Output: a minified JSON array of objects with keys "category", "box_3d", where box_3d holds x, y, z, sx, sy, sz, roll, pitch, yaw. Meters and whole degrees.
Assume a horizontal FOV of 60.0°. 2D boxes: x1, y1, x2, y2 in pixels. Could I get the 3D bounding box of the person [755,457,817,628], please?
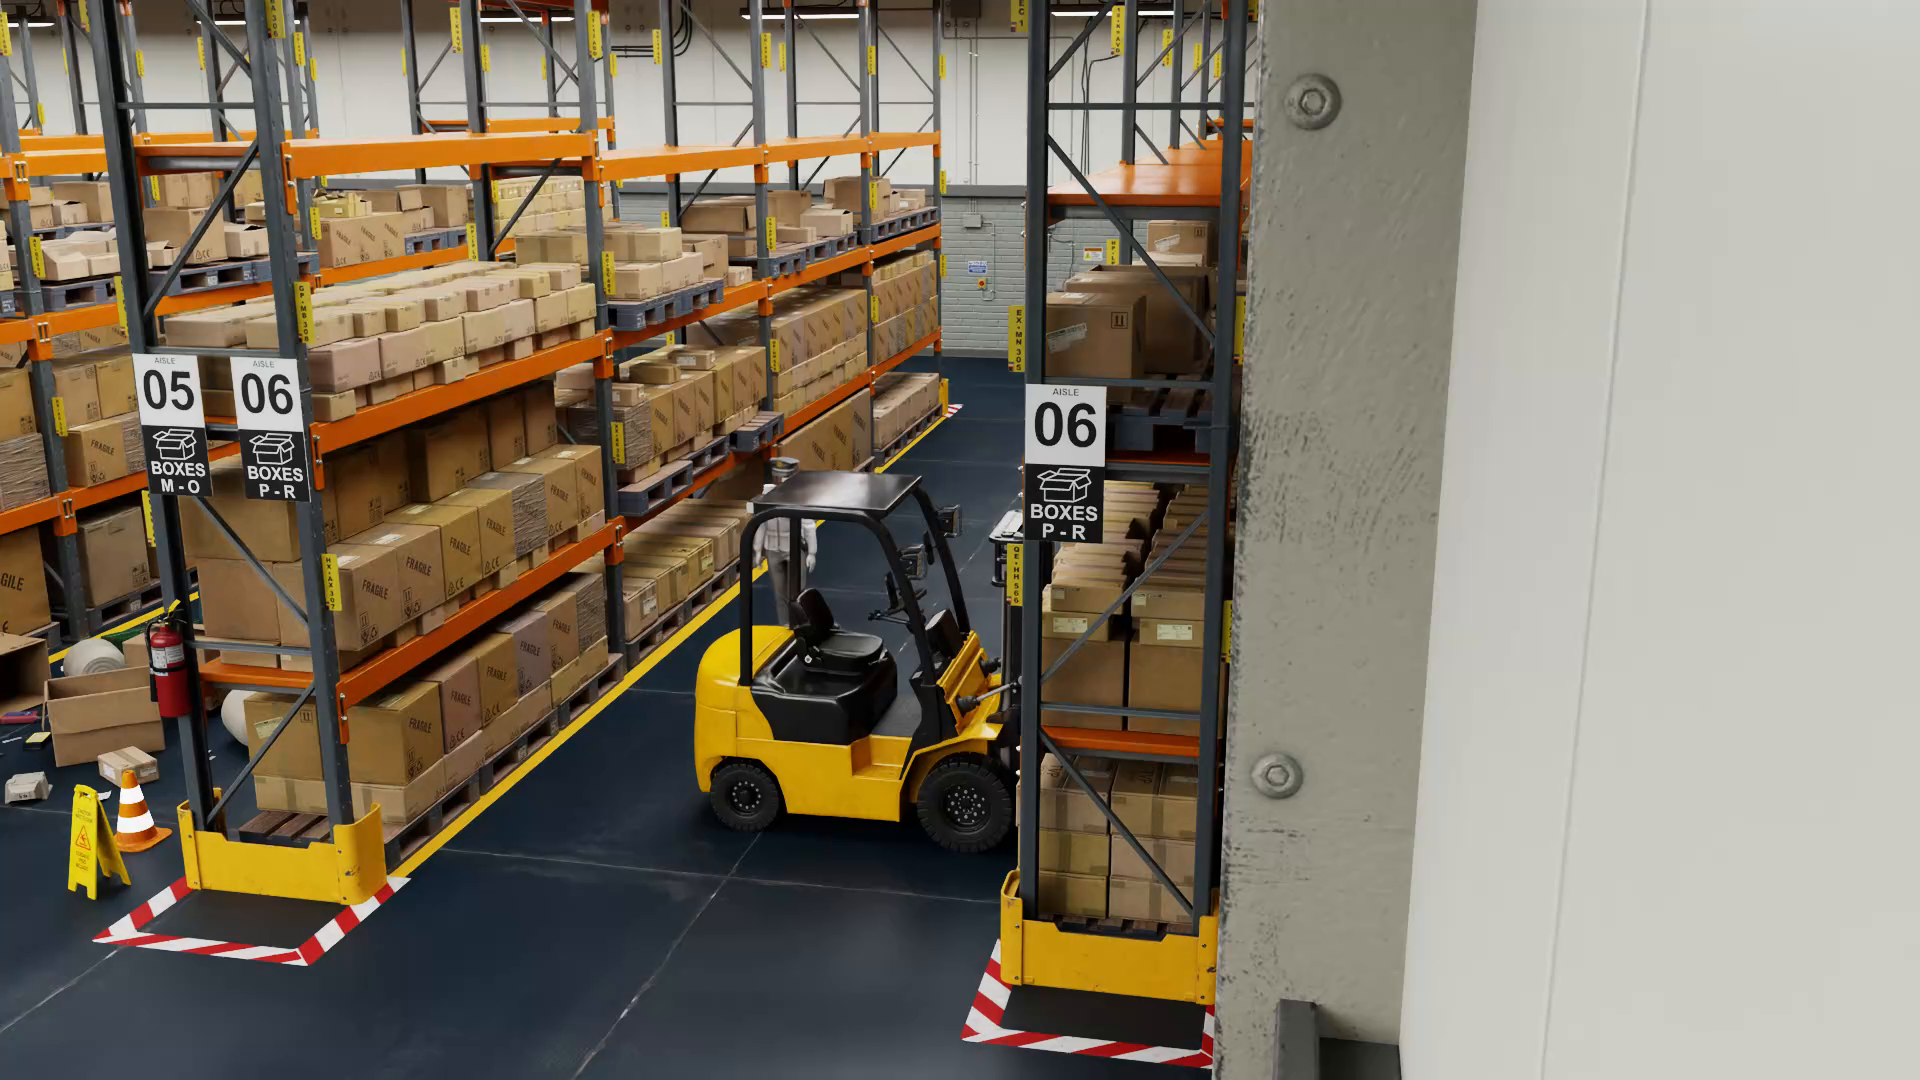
[{"category":"person","box_3d":[-1.500,0.143,13.970,0.537,1.694,0.443,5,16,18]}]
